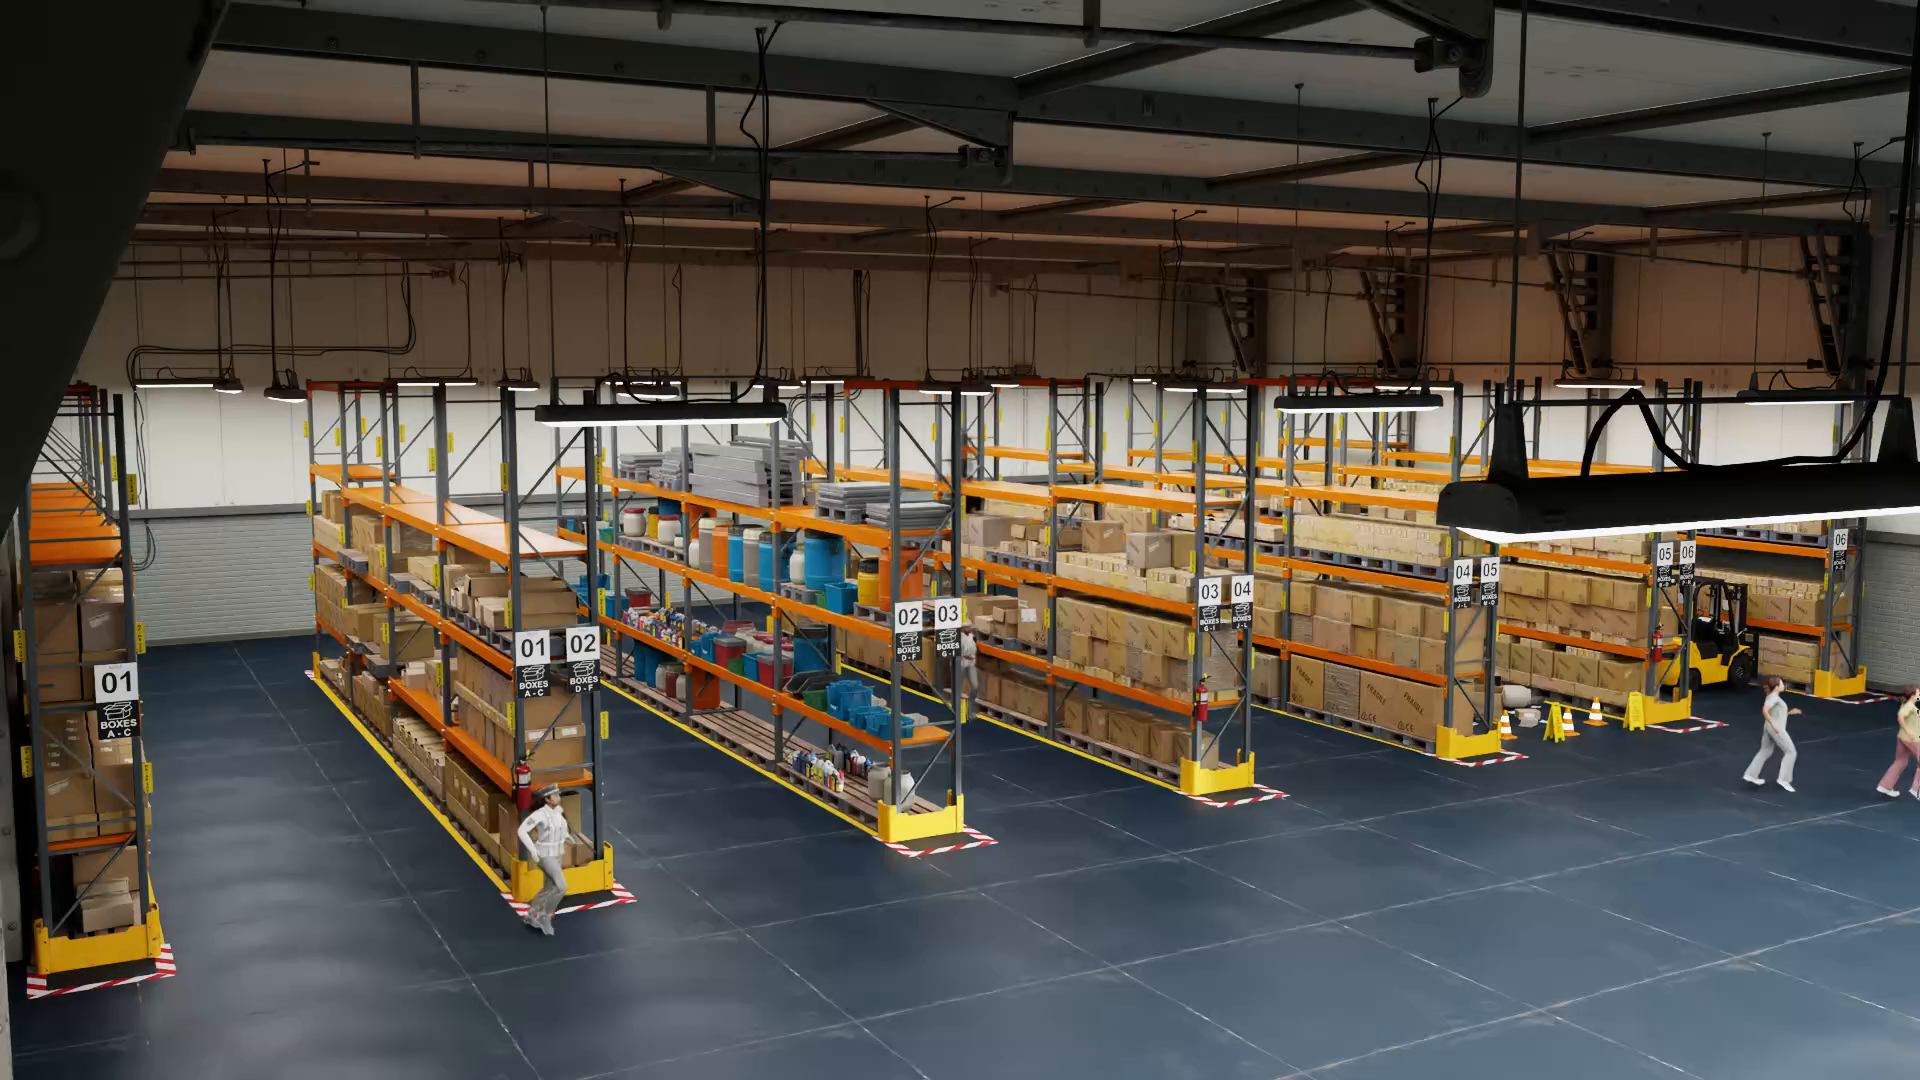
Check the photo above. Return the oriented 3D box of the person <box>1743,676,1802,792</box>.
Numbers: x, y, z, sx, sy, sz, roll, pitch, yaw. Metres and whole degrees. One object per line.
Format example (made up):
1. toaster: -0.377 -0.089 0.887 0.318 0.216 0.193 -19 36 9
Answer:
1. person: 12.072 2.876 24.682 0.754 1.724 0.533 1 6 8

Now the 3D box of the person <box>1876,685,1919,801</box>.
1. person: 13.711 2.950 24.076 0.732 1.723 0.558 1 6 11

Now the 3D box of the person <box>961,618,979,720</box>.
1. person: 0.108 2.210 28.461 0.572 1.781 0.685 -4 7 -33

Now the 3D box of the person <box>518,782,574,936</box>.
1. person: -4.584 3.547 18.565 0.636 1.709 0.604 2 6 19
